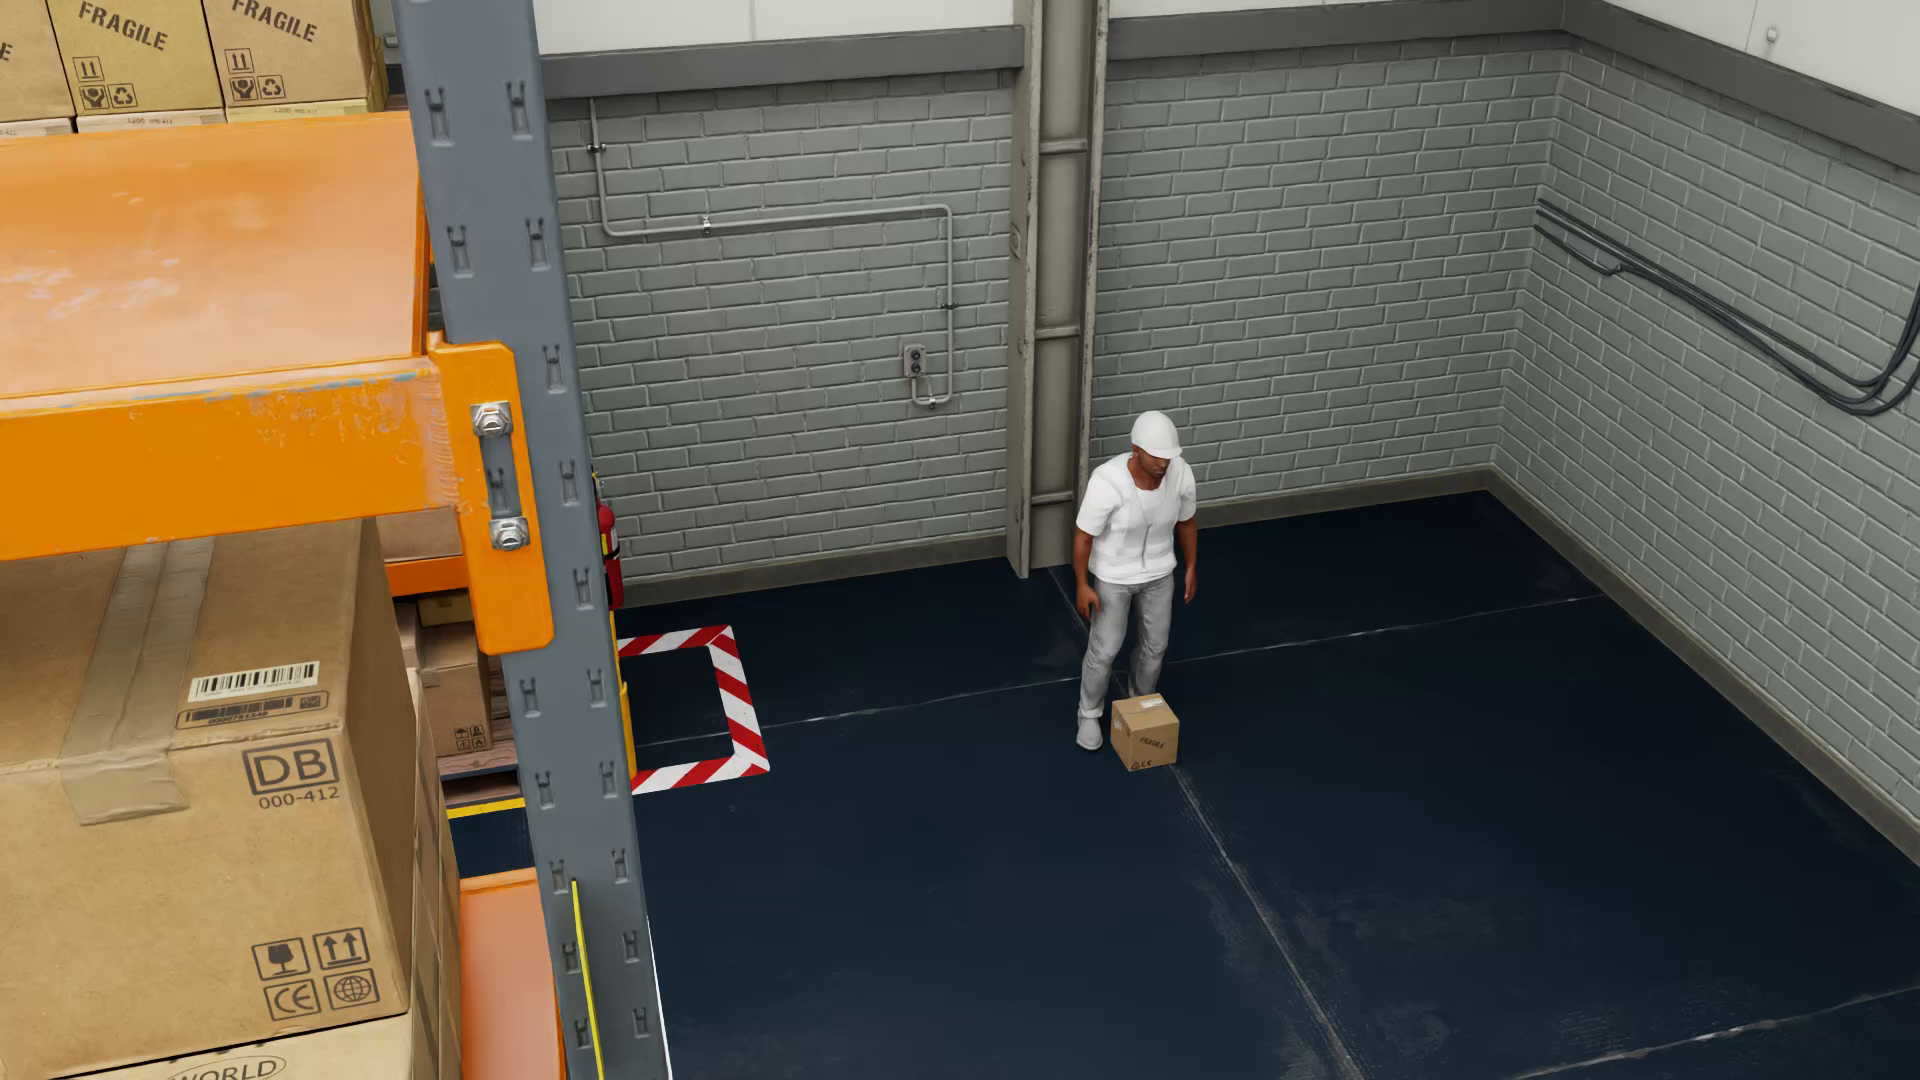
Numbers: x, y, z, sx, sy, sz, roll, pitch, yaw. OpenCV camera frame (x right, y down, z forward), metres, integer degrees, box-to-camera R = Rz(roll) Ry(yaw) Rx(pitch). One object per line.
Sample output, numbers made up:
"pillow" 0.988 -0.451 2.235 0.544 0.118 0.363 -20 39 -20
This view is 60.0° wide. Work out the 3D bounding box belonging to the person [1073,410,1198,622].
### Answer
"person" 0.840 -0.131 7.747 0.636 1.060 0.454 -9 31 -16
